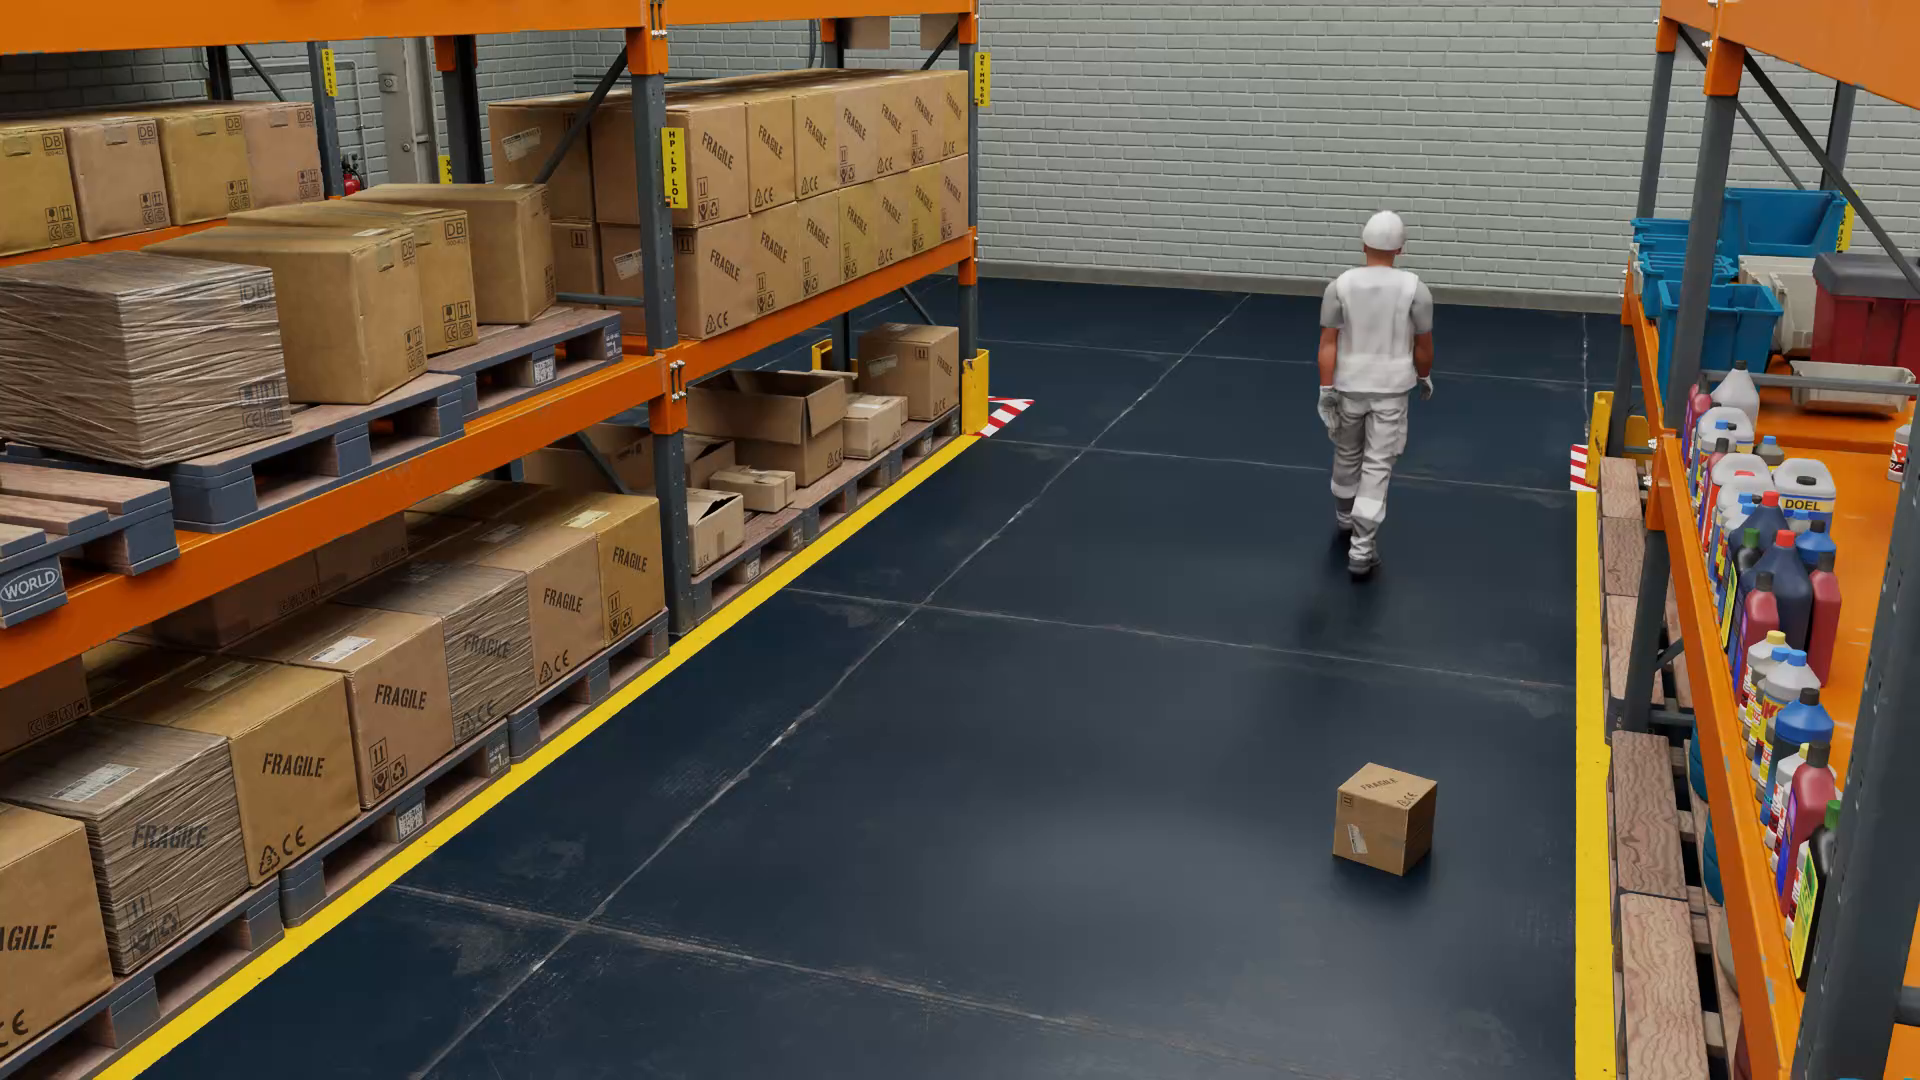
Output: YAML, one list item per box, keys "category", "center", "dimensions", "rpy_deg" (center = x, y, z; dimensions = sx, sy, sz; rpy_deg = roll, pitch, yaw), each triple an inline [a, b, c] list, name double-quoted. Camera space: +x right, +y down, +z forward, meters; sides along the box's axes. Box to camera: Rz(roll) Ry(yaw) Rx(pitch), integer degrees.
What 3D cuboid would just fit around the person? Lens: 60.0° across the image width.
- category: "person"
  center: [2.092, -0.792, 8.340]
  dimensions: [0.536, 1.736, 0.974]
  rpy_deg: [7, 20, 21]
